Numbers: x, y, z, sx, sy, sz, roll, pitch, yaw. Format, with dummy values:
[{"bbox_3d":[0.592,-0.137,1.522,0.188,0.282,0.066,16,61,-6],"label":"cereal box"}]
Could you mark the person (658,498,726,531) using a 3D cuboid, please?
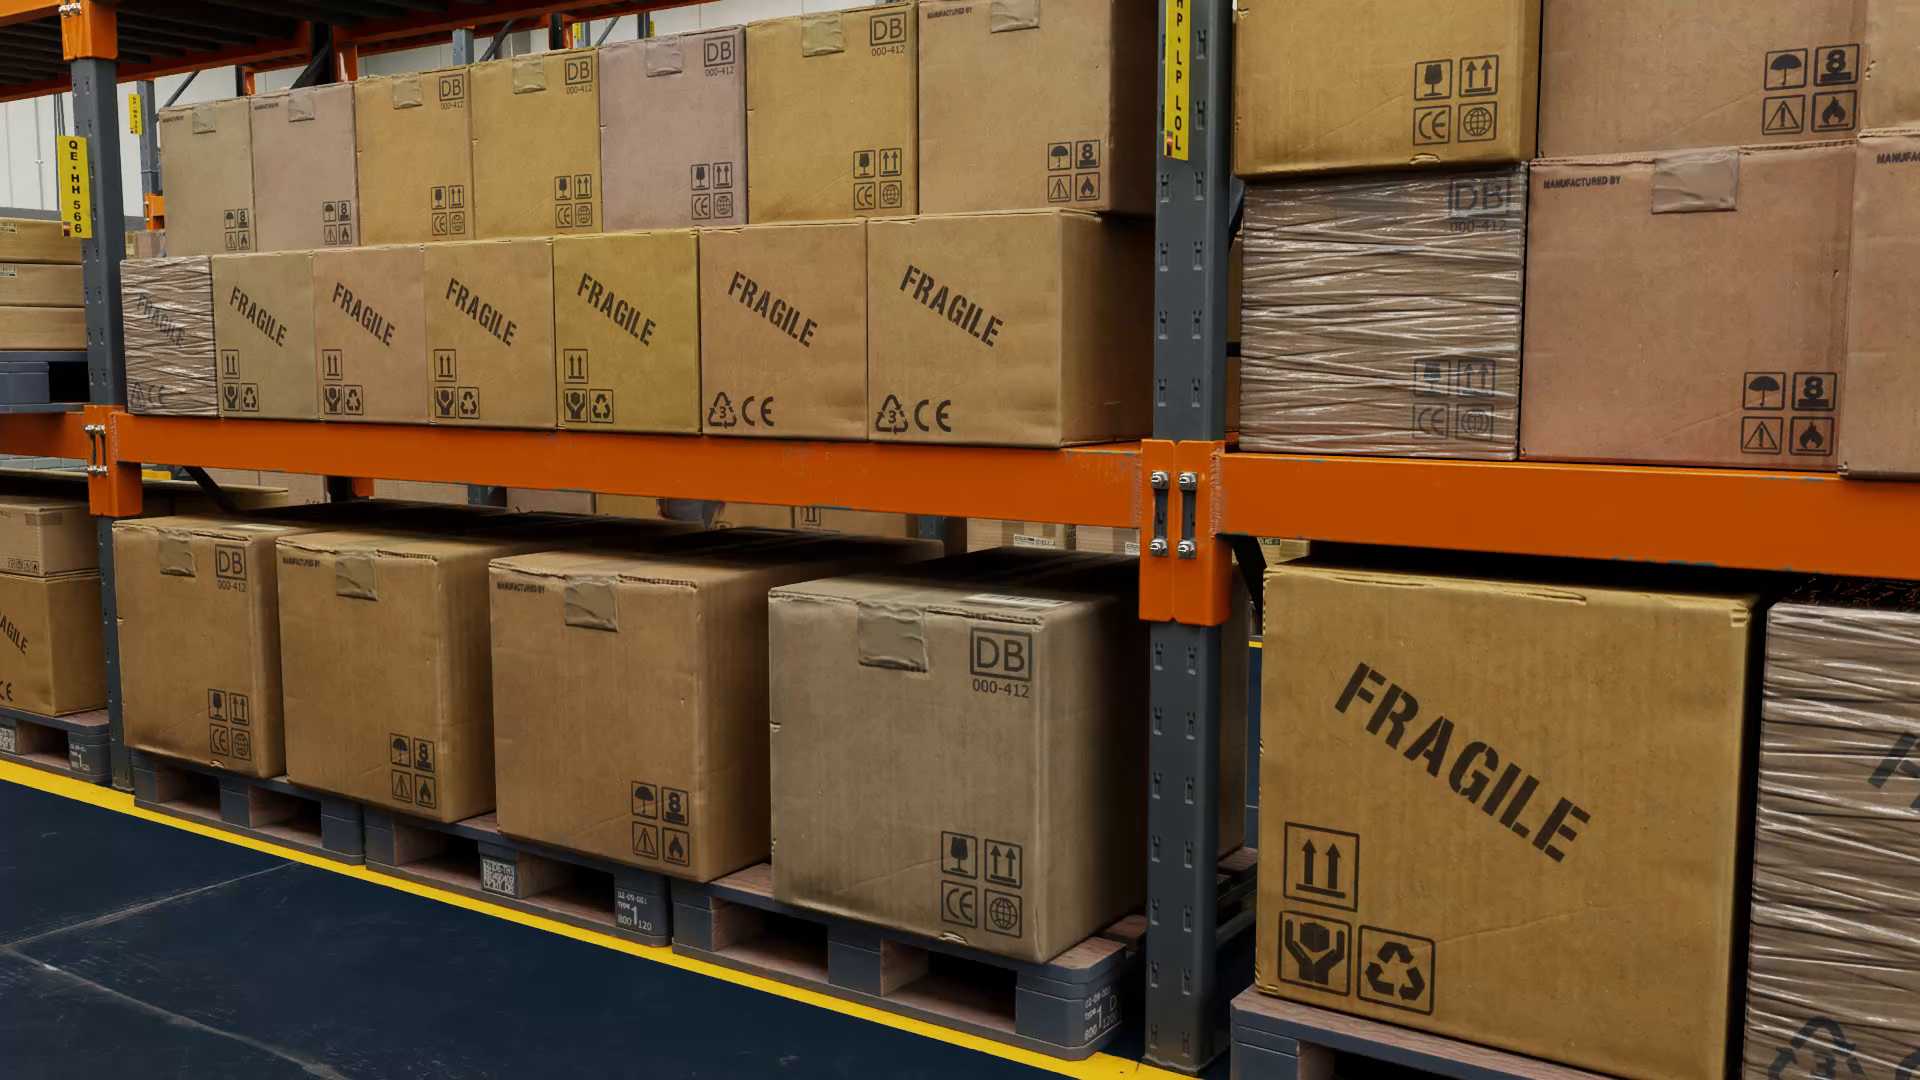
[{"bbox_3d":[-1.326,-0.298,8.266,0.467,1.683,0.476,4,7,29],"label":"person"}]
